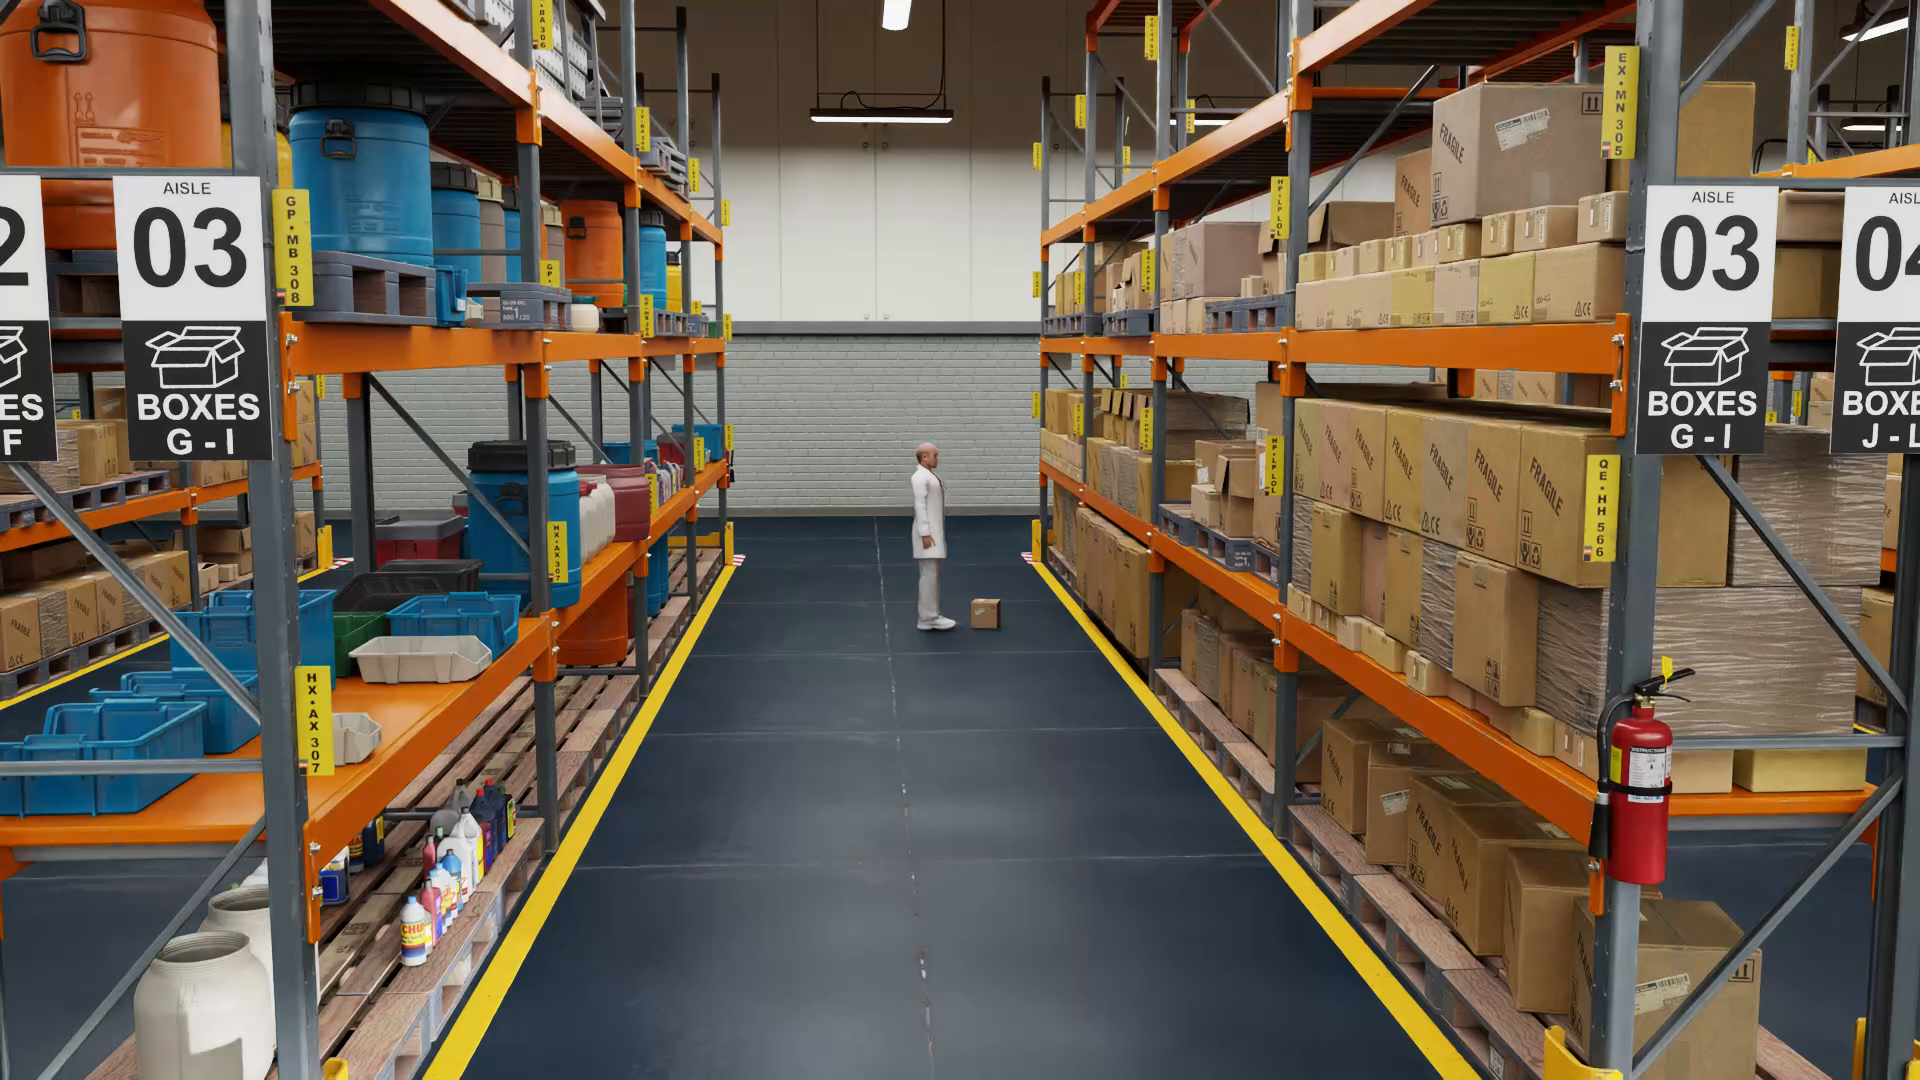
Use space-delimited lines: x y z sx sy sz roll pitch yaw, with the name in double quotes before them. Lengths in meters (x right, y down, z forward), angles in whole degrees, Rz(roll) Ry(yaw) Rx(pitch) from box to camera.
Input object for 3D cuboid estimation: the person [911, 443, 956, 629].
"person" -0.246 -0.048 16.099 0.435 1.783 0.600 1 7 7
